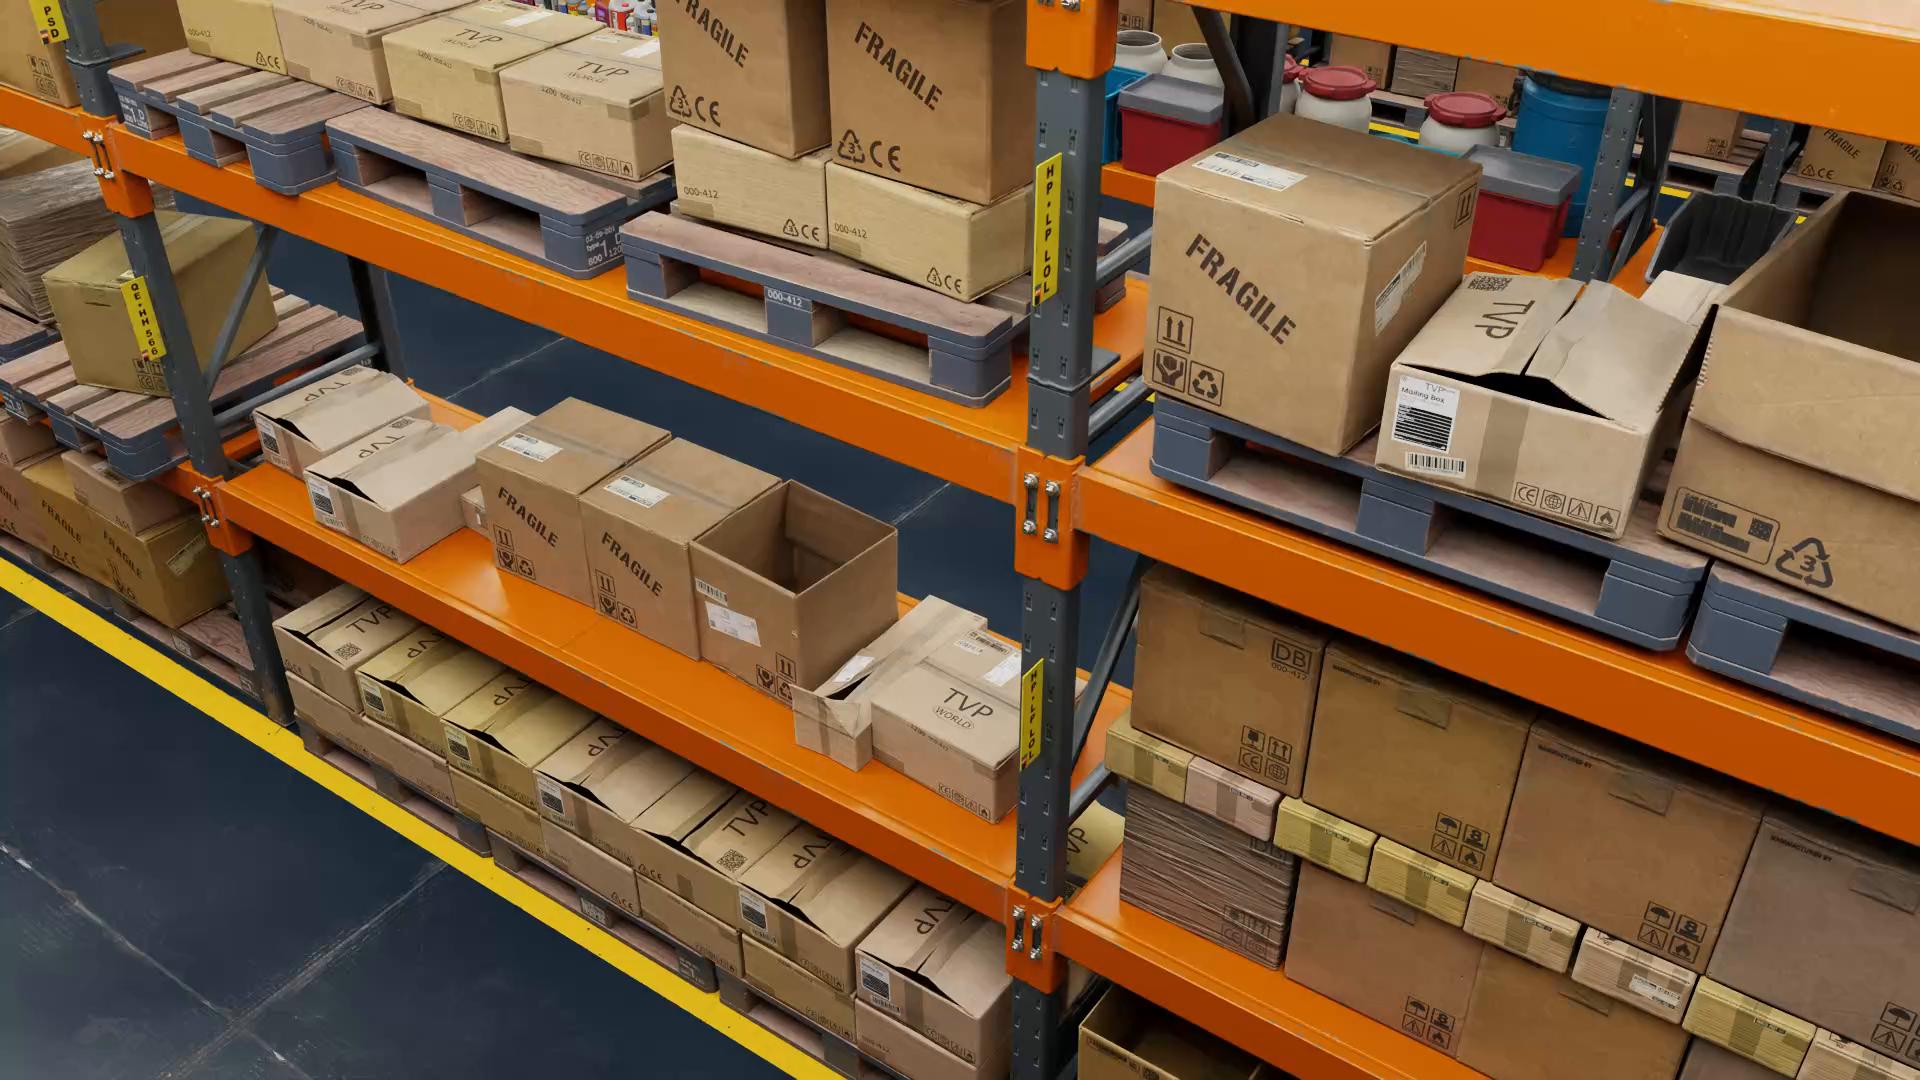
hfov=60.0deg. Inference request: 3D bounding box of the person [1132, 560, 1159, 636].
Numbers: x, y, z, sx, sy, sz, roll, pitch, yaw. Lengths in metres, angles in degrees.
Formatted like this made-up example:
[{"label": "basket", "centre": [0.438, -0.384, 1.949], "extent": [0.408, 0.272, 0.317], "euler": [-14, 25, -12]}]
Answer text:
[{"label": "person", "centre": [1.001, 0.357, 6.664], "extent": [0.637, 1.693, 0.488], "euler": [21, 39, 27]}]
